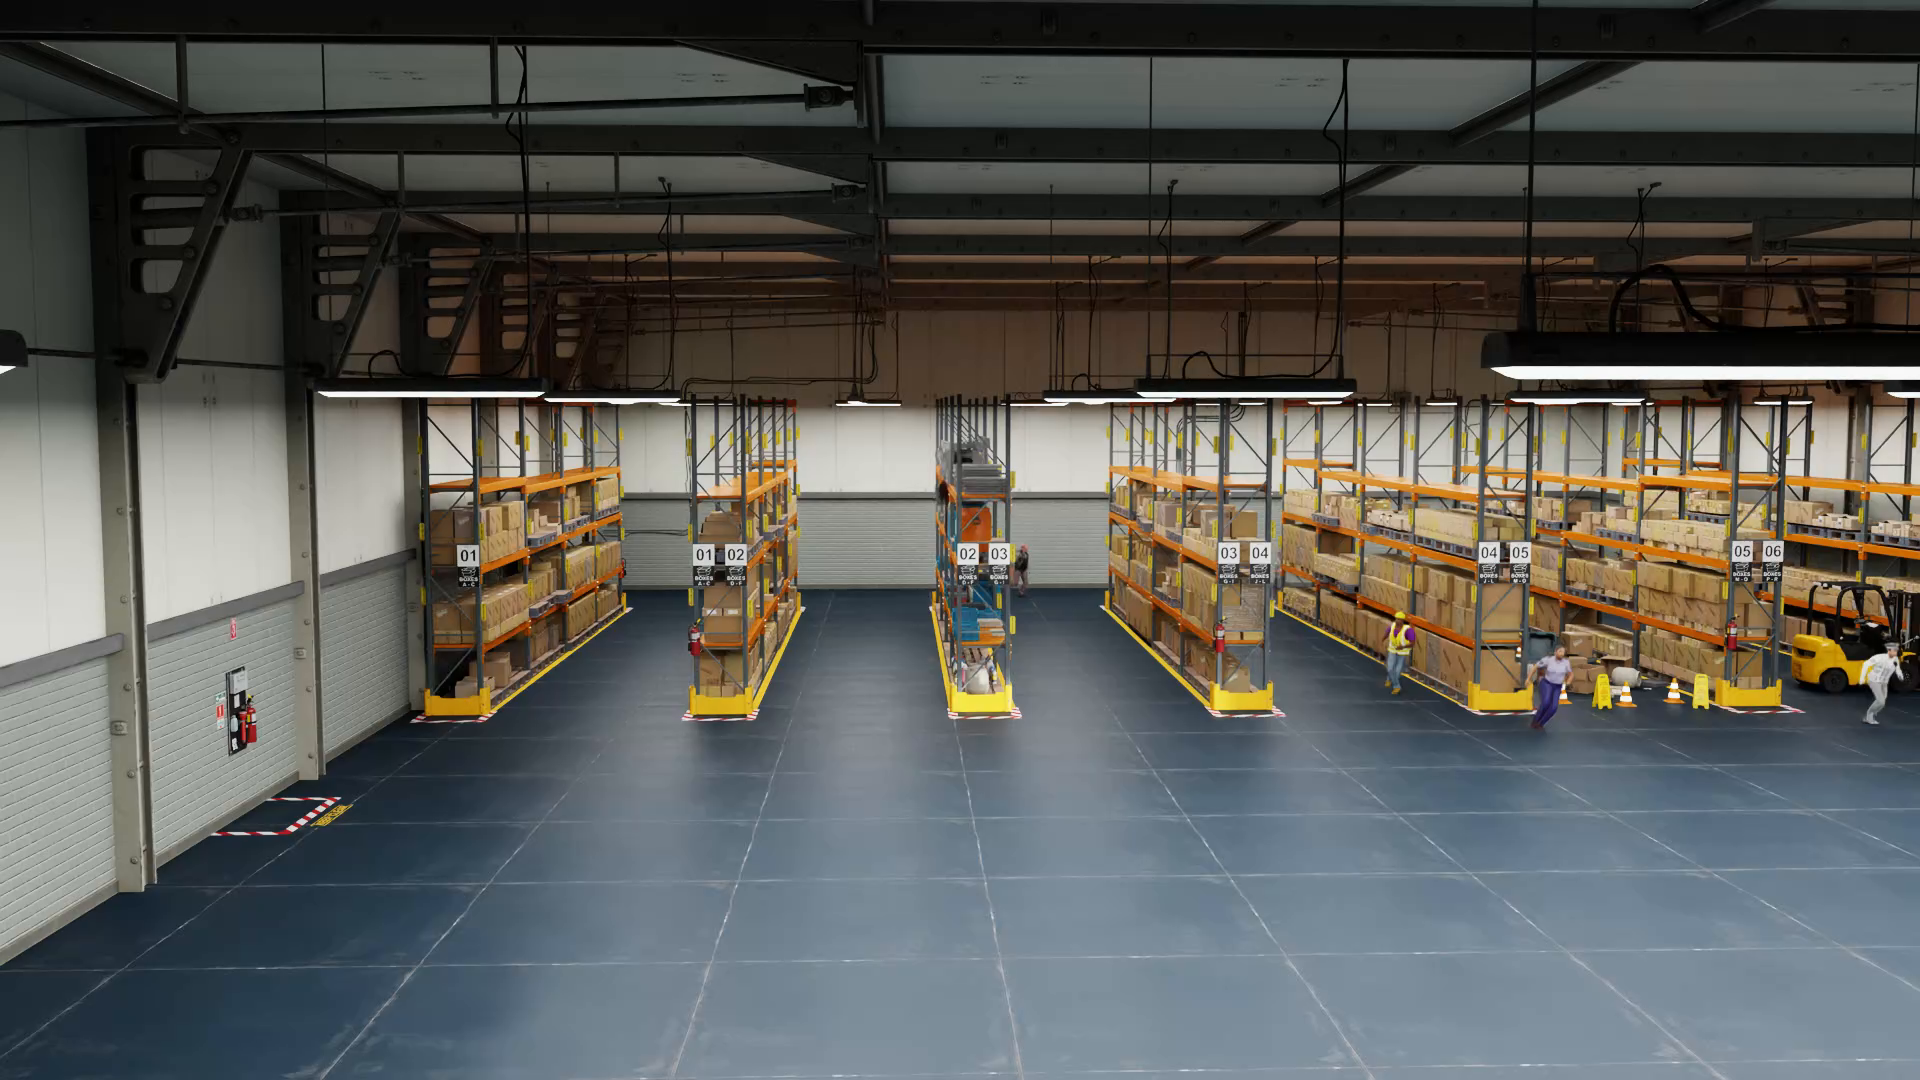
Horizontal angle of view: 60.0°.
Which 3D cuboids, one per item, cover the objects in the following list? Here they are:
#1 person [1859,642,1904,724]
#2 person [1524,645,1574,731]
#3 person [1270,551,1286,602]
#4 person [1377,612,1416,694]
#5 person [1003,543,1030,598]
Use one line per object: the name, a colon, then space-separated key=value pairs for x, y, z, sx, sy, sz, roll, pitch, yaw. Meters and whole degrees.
person: x=16.720 y=2.598 z=30.092 sx=0.604 sy=1.543 sz=0.771 roll=-1 pitch=5 yaw=-16
person: x=10.537 y=2.652 z=29.547 sx=0.781 sy=1.580 sz=0.616 roll=-1 pitch=5 yaw=-11
person: x=9.404 y=1.107 z=48.706 sx=0.760 sy=1.599 sz=0.554 roll=-1 pitch=5 yaw=-16
person: x=8.827 y=2.267 z=33.582 sx=0.813 sy=1.692 sz=0.637 roll=2 pitch=5 yaw=28
person: x=1.735 y=0.914 z=50.527 sx=0.733 sy=1.667 sz=0.738 roll=4 pitch=6 yaw=39
